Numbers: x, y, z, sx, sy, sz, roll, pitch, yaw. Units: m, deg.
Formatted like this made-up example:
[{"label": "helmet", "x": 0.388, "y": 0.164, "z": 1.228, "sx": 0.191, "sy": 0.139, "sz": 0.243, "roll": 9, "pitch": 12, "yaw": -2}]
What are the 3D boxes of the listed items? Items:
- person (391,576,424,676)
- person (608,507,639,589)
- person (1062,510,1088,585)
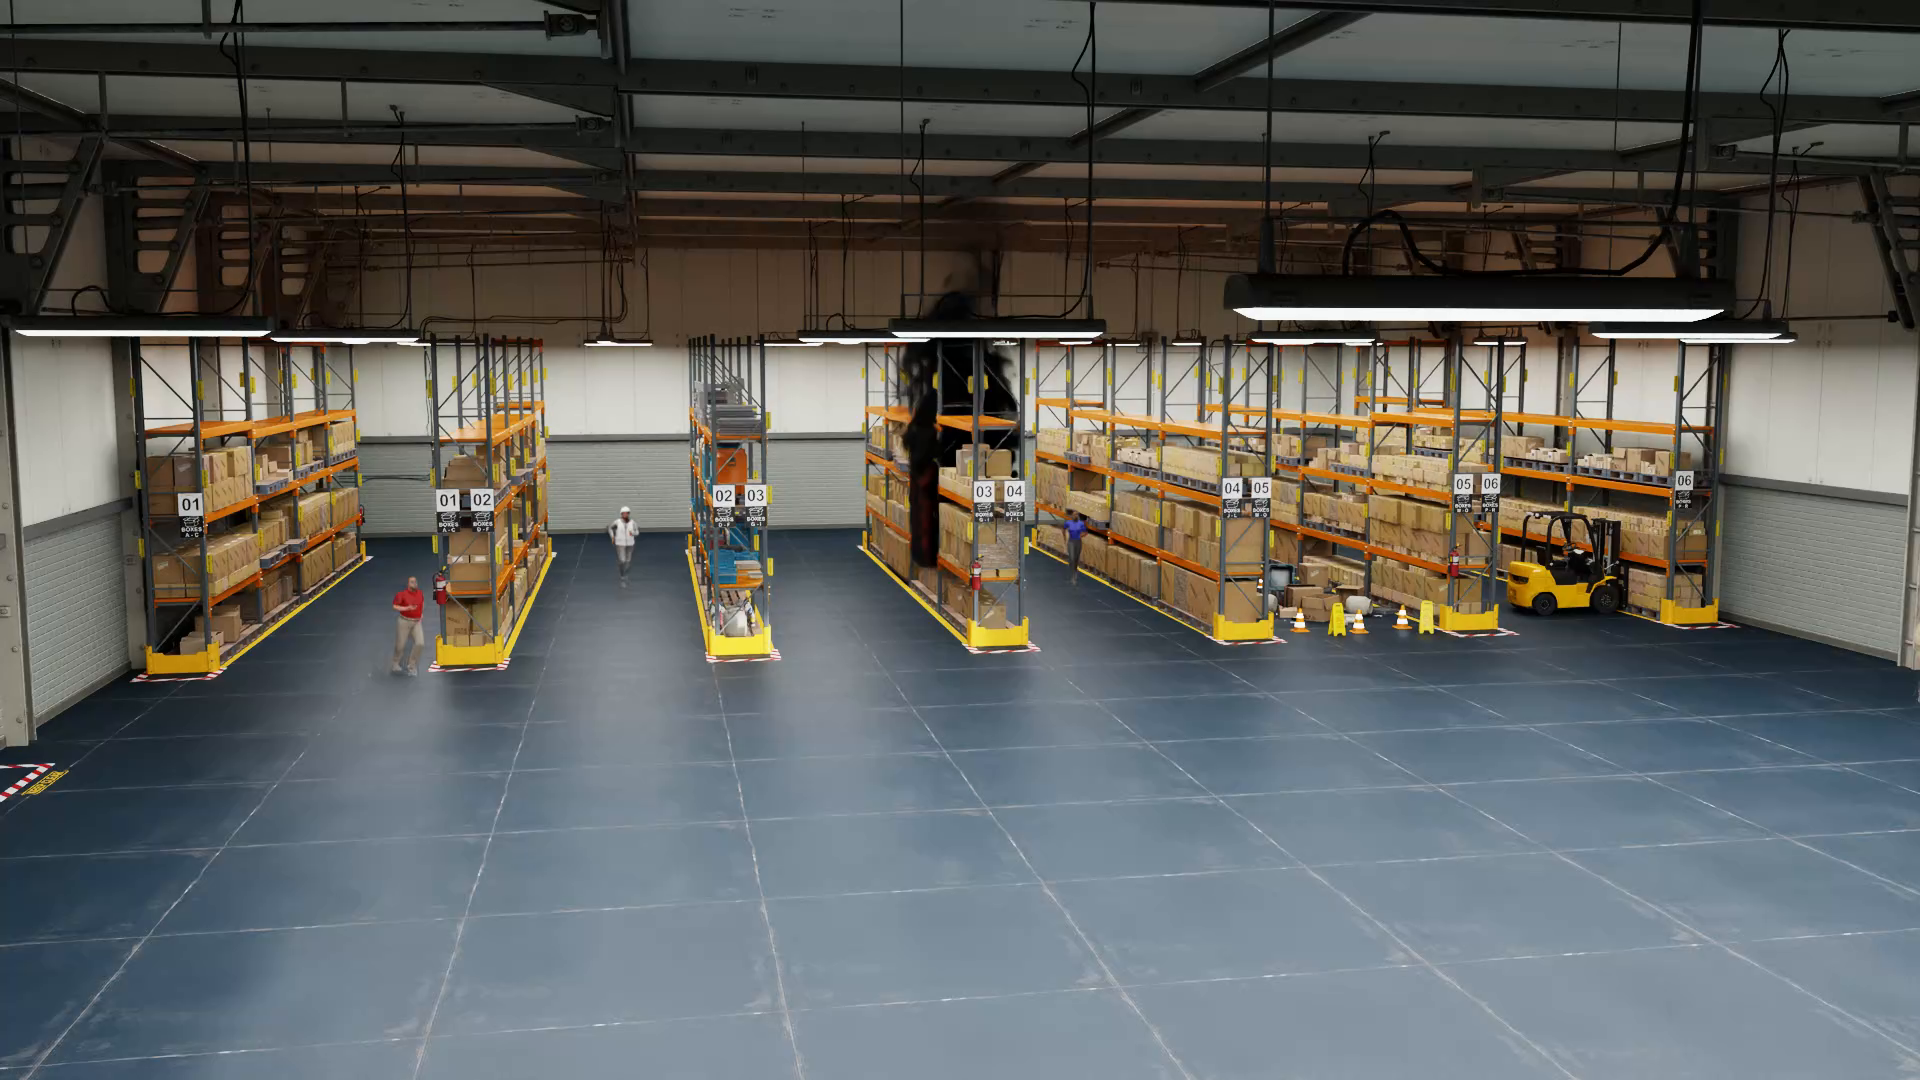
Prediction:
[{"label": "person", "x": -9.705, "y": 1.532, "z": 29.379, "sx": 0.658, "sy": 1.797, "sz": 0.764, "roll": -6, "pitch": 9, "yaw": -44}, {"label": "person", "x": -7.743, "y": 0.171, "z": 38.480, "sx": 0.638, "sy": 1.879, "sz": 0.683, "roll": -3, "pitch": 7, "yaw": -27}, {"label": "person", "x": 2.703, "y": 0.149, "z": 39.013, "sx": 0.569, "sy": 1.717, "sz": 0.766, "roll": -1, "pitch": 7, "yaw": -8}]
